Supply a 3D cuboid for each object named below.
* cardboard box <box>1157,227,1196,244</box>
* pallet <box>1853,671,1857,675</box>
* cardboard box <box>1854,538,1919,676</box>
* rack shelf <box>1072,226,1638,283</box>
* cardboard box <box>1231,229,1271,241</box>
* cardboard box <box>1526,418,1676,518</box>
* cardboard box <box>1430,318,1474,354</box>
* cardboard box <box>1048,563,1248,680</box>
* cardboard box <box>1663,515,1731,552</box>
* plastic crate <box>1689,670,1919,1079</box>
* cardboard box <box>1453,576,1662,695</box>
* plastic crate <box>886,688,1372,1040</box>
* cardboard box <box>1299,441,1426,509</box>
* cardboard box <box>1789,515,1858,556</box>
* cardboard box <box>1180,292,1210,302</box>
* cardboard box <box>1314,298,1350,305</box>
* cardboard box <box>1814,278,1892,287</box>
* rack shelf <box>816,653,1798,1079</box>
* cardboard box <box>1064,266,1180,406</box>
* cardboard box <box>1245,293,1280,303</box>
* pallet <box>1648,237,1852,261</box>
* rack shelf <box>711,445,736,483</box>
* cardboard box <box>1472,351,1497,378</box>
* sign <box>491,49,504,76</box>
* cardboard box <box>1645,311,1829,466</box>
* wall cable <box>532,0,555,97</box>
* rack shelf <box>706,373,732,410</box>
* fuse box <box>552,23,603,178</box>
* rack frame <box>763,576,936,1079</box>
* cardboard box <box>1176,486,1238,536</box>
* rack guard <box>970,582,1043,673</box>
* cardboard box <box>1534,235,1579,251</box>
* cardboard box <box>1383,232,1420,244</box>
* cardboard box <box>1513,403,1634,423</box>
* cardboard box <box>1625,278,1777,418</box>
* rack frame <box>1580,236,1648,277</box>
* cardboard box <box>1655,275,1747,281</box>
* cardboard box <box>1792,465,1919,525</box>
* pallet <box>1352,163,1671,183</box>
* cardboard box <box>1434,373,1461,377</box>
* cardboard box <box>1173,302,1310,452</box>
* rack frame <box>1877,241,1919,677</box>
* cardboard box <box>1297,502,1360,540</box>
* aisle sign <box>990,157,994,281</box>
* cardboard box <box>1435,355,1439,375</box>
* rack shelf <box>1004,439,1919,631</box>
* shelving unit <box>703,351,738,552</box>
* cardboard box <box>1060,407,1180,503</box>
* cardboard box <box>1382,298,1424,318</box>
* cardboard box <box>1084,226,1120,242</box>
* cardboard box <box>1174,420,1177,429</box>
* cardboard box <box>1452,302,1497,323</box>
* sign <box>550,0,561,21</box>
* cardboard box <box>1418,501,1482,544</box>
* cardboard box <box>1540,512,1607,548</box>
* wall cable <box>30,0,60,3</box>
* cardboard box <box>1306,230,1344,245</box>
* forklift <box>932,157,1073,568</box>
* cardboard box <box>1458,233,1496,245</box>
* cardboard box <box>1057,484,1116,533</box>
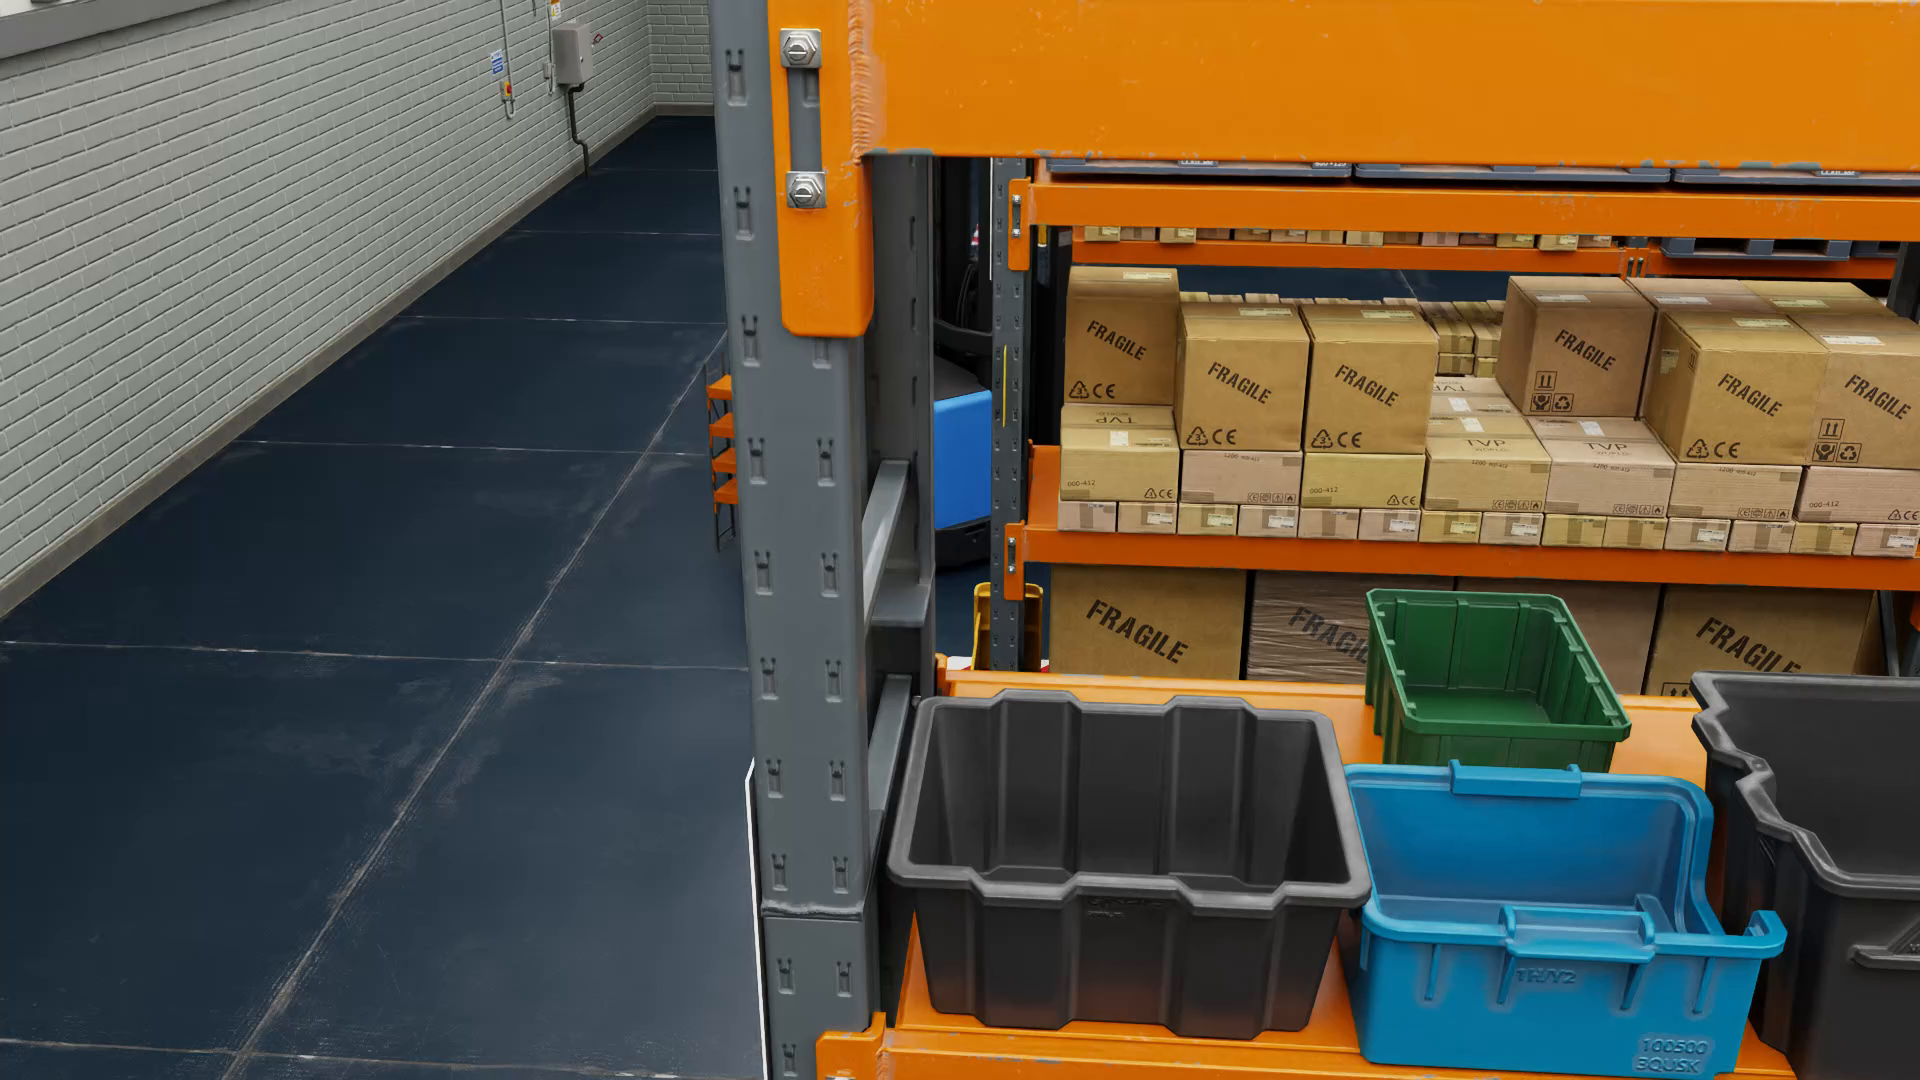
[{"bbox_3d":[1.534,-2.222,11.792,0.250,0.149,0.380,1,25,2],"label":"cardboard box"},{"bbox_3d":[4.998,0.947,7.940,1.213,0.211,1.003,2,25,4],"label":"pallet"},{"bbox_3d":[4.862,0.473,7.673,0.875,0.875,1.225,2,25,4],"label":"cardboard box"},{"bbox_3d":[2.709,-2.115,12.118,4.000,0.370,1.077,2,25,4],"label":"rack shelf"},{"bbox_3d":[2.071,-2.252,11.857,0.250,0.149,0.380,2,25,3],"label":"cardboard box"},{"bbox_3d":[2.737,-0.317,7.174,0.500,0.250,0.500,2,25,5],"label":"cardboard box"},{"bbox_3d":[3.569,-1.484,12.082,0.250,0.149,0.380,3,25,6],"label":"cardboard box"},{"bbox_3d":[0.879,0.320,8.005,0.875,0.875,0.875,2,25,4],"label":"cardboard box"},{"bbox_3d":[3.125,-0.097,7.173,0.250,0.149,0.380,2,25,5],"label":"cardboard box"},{"bbox_3d":[1.357,0.452,2.165,0.767,0.338,0.504,2,25,4],"label":"plastic crate"},{"bbox_3d":[2.673,0.378,7.880,0.875,0.875,0.875,2,25,4],"label":"cardboard box"},{"bbox_3d":[0.218,0.448,2.256,0.590,0.269,0.497,2,25,4],"label":"plastic crate"},{"bbox_3d":[1.712,-0.349,7.244,0.500,0.250,0.500,1,25,2],"label":"cardboard box"},{"bbox_3d":[3.636,-0.081,7.137,0.250,0.149,0.380,2,25,5],"label":"cardboard box"},{"bbox_3d":[1.776,-1.773,12.710,0.250,0.149,0.380,1,25,3],"label":"cardboard box"},{"bbox_3d":[2.819,-1.701,12.555,0.250,0.149,0.380,2,25,4],"label":"cardboard box"},{"bbox_3d":[6.505,-1.822,12.212,0.500,0.250,0.500,1,25,2],"label":"cardboard box"},{"bbox_3d":[1.849,0.651,2.519,4.000,0.370,1.077,2,25,4],"label":"rack shelf"},{"bbox_3d":[0.740,-0.943,7.637,0.500,0.500,0.500,2,25,5],"label":"cardboard box"},{"bbox_3d":[2.302,-1.753,12.667,0.250,0.149,0.380,3,25,6],"label":"cardboard box"},{"bbox_3d":[5.454,-2.205,11.683,1.213,0.211,1.003,2,25,4],"label":"pallet"},{"bbox_3d":[-1.204,-0.424,9.898,0.480,0.148,0.258,8,26,17],"label":"rack shelf"},{"bbox_3d":[3.825,-1.290,12.018,0.250,0.149,0.380,1,25,2],"label":"cardboard box"},{"bbox_3d":[-4.696,-4.847,16.872,0.001,0.218,0.327,2,25,4],"label":"sign"},{"bbox_3d":[3.245,-0.642,6.983,0.500,0.500,0.500,2,25,5],"label":"cardboard box"},{"bbox_3d":[-4.534,-5.795,18.041,0.122,1.984,0.588,2,25,4],"label":"wall cable"},{"bbox_3d":[-1.204,-0.842,9.705,0.480,0.148,0.258,8,26,17],"label":"rack shelf"},{"bbox_3d":[-4.325,-5.028,19.130,0.414,1.711,0.539,2,25,4],"label":"fuse box"},{"bbox_3d":[-0.145,1.623,3.135,0.127,3.000,1.000,2,25,4],"label":"rack frame"},{"bbox_3d":[1.074,-0.163,7.316,0.250,0.149,0.380,1,25,3],"label":"cardboard box"},{"bbox_3d":[0.210,0.693,8.145,0.348,0.500,1.175,2,25,4],"label":"rack guard"},{"bbox_3d":[4.135,-2.138,11.608,0.250,0.149,0.380,1,25,3],"label":"cardboard box"},{"bbox_3d":[3.095,-2.216,11.779,0.250,0.149,0.380,1,25,3],"label":"cardboard box"},{"bbox_3d":[2.762,-0.537,7.652,0.500,0.250,0.500,2,25,5],"label":"cardboard box"},{"bbox_3d":[3.274,-0.862,7.461,0.500,0.500,0.500,2,25,4],"label":"cardboard box"},{"bbox_3d":[4.703,-2.377,11.828,0.127,3.000,1.000,2,25,4],"label":"rack frame"},{"bbox_3d":[5.465,-1.855,12.283,0.500,0.250,0.500,1,25,3],"label":"cardboard box"},{"bbox_3d":[3.762,-0.285,7.105,0.500,0.250,0.500,1,25,3],"label":"cardboard box"},{"bbox_3d":[2.195,-1.706,6.888,1.213,0.211,1.003,2,25,4],"label":"pallet"},{"bbox_3d":[3.512,-1.227,12.237,0.250,0.149,0.380,1,25,3],"label":"cardboard box"},{"bbox_3d":[1.191,-0.705,7.121,0.500,0.500,0.500,1,25,3],"label":"cardboard box"},{"bbox_3d":[4.223,-0.313,7.343,0.127,3.000,1.000,2,25,4],"label":"rack frame"},{"bbox_3d":[1.588,-0.146,7.280,0.250,0.149,0.380,1,25,3],"label":"cardboard box"},{"bbox_3d":[0.140,-1.500,6.811,0.004,0.787,0.394,2,25,4],"label":"aisle sign"},{"bbox_3d":[3.327,-1.339,12.125,0.250,0.149,0.380,2,25,5],"label":"cardboard box"},{"bbox_3d":[2.229,-0.051,7.632,4.000,0.370,1.077,2,25,4],"label":"rack shelf"},{"bbox_3d":[-1.204,-0.486,9.870,0.503,1.200,0.258,8,26,17],"label":"shelving unit"},{"bbox_3d":[0.692,-0.380,7.312,0.500,0.250,0.500,1,25,3],"label":"cardboard box"},{"bbox_3d":[3.340,-1.703,12.559,0.250,0.149,0.380,2,25,5],"label":"cardboard box"},{"bbox_3d":[1.013,-2.244,11.839,0.250,0.149,0.380,2,25,4],"label":"cardboard box"},{"bbox_3d":[1.244,-0.587,7.761,0.500,0.250,0.500,1,25,3],"label":"cardboard box"},{"bbox_3d":[3.849,-1.662,12.469,0.250,0.149,0.380,2,25,3],"label":"cardboard box"},{"bbox_3d":[-4.535,-5.972,18.652,0.001,0.242,0.339,2,25,4],"label":"sign"},{"bbox_3d":[2.097,-0.130,7.244,0.250,0.149,0.380,1,25,3],"label":"cardboard box"},{"bbox_3d":[2.612,-0.113,7.209,0.250,0.149,0.380,1,25,3],"label":"cardboard box"},{"bbox_3d":[-5.140,-6.246,9.209,0.120,5.999,2.277,2,25,4],"label":"wall cable"},{"bbox_3d":[2.572,-2.216,11.777,0.250,0.149,0.380,3,25,6],"label":"cardboard box"},{"bbox_3d":[0.503,-1.546,10.104,3.031,2.935,1.130,-16,29,-31],"label":"forklift"},{"bbox_3d":[3.622,-2.208,11.761,0.250,0.149,0.380,1,25,3],"label":"cardboard box"},{"bbox_3d":[0.563,-0.178,7.350,0.250,0.149,0.380,2,25,5],"label":"cardboard box"}]
